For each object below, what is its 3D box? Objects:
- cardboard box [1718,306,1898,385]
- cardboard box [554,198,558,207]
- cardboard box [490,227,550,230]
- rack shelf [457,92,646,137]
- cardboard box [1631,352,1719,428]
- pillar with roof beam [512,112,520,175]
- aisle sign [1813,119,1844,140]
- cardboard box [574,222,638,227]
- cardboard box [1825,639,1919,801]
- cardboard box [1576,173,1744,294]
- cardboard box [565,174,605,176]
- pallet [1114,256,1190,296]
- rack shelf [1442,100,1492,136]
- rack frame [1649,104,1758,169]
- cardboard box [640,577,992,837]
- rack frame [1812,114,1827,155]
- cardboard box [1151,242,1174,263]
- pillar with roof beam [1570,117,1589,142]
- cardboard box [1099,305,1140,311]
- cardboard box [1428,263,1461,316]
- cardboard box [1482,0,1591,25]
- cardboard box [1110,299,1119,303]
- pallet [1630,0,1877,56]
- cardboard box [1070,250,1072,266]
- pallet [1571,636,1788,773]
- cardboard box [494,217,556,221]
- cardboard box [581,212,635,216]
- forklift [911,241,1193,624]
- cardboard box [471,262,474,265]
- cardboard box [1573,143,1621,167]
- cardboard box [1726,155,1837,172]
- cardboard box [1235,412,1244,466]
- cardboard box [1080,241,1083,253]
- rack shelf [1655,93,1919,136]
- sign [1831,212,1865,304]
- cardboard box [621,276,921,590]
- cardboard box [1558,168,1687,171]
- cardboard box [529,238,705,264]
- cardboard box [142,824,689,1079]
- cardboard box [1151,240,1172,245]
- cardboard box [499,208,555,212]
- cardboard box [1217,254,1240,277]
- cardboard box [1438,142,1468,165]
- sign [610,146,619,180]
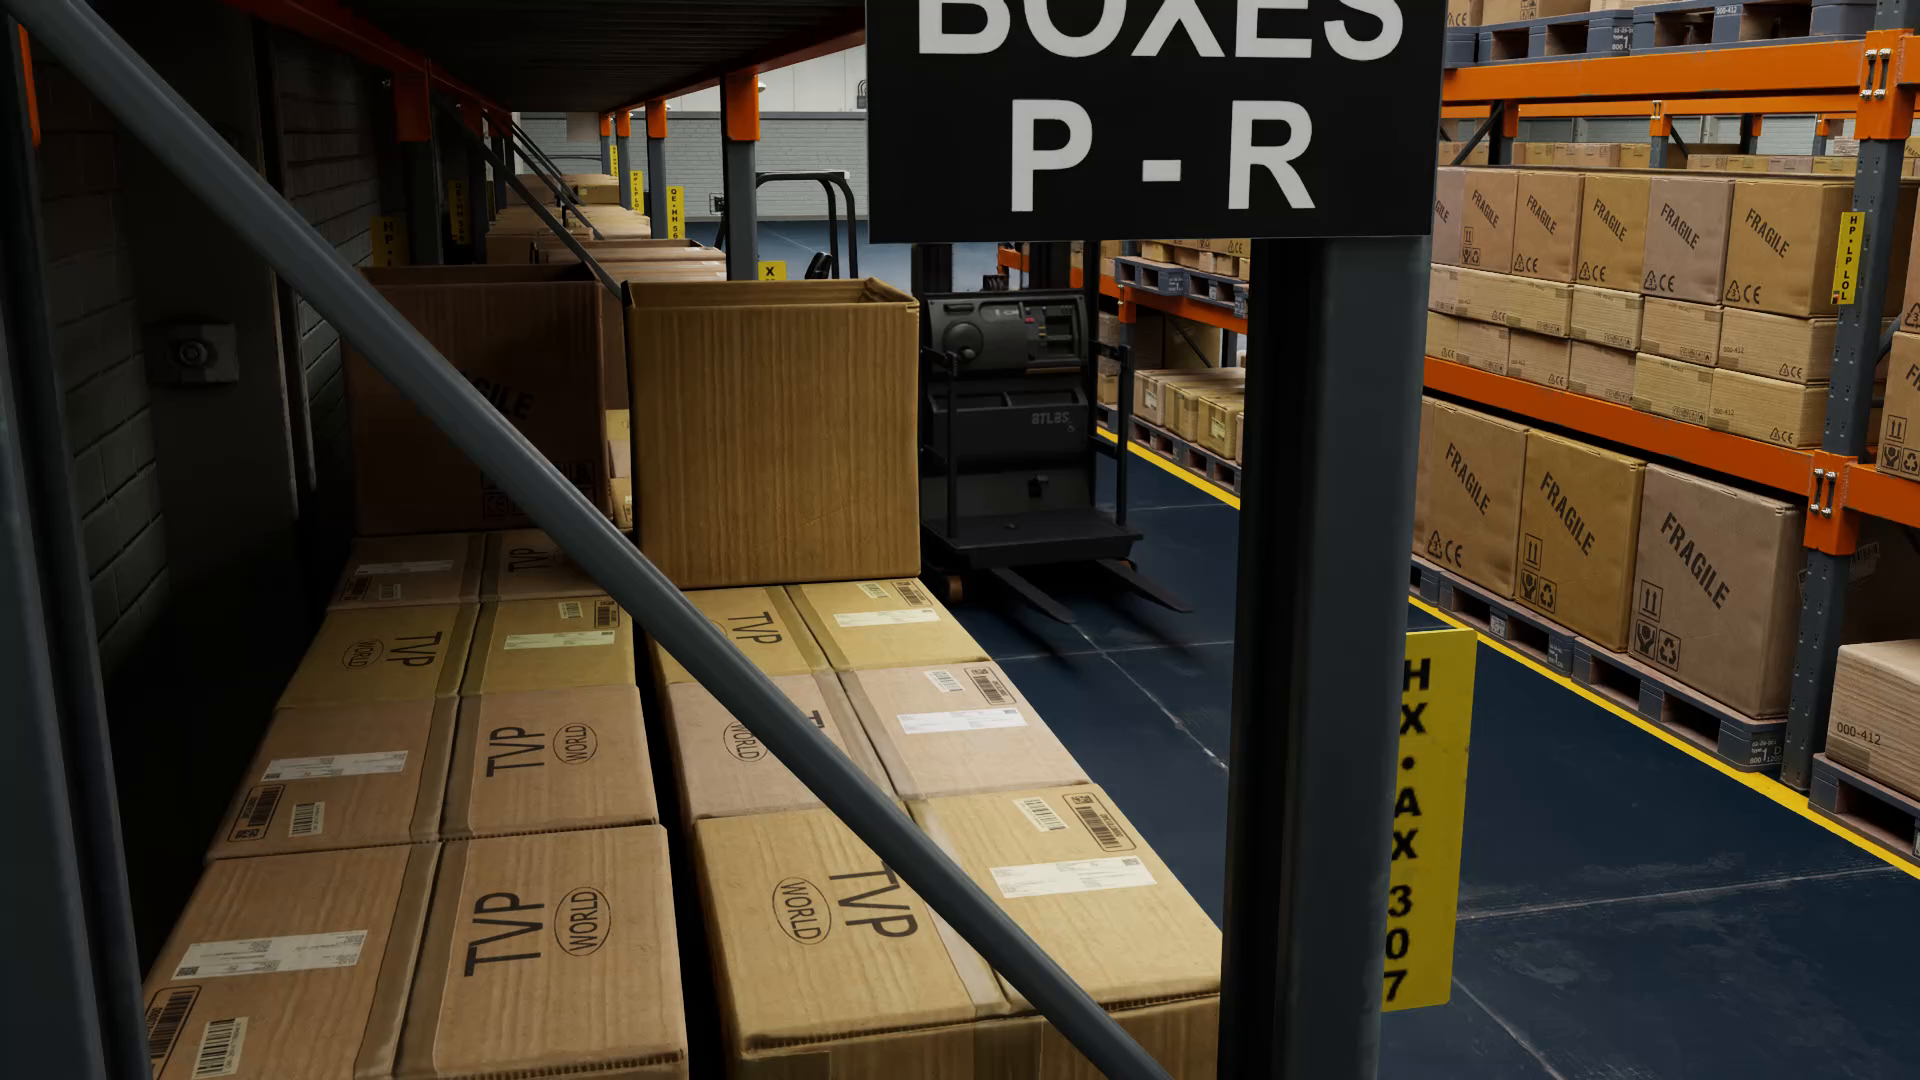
[{"bbox_3d":[3.376,-0.777,6.550,0.500,0.250,0.500,-3,14,-13],"label":"cardboard box"},{"bbox_3d":[-3.525,-2.748,13.777,0.380,0.149,0.250,-3,14,-11],"label":"cardboard box"},{"bbox_3d":[-2.492,-1.709,9.524,0.380,0.149,0.250,-3,14,-13],"label":"cardboard box"},{"bbox_3d":[-2.517,-2.733,10.490,1.077,0.370,4.000,-3,14,-13],"label":"rack shelf"},{"bbox_3d":[3.247,-0.653,7.096,0.500,0.250,0.500,-3,14,-14],"label":"cardboard box"},{"bbox_3d":[-6.091,-11.490,38.495,9.100,9.000,0.400,-3,14,-13],"label":"pillar with roof beam"},{"bbox_3d":[10.224,-5.100,19.504,0.394,0.787,0.004,-3,14,-13],"label":"aisle sign"},{"bbox_3d":[-2.147,-1.853,10.114,0.380,0.149,0.250,-3,14,-13],"label":"cardboard box"},{"bbox_3d":[3.759,0.673,5.868,0.875,0.438,0.875,-3,14,-14],"label":"cardboard box"},{"bbox_3d":[3.138,-1.379,7.435,0.500,0.500,0.500,-3,14,-11],"label":"cardboard box"},{"bbox_3d":[-3.549,-3.392,15.786,0.380,0.149,0.250,-3,14,-13],"label":"cardboard box"},{"bbox_3d":[1.875,-2.087,13.053,1.003,0.211,1.213,-3,14,-13],"label":"pallet"},{"bbox_3d":[2.307,-3.011,11.626,1.077,0.370,4.000,-3,14,-13],"label":"rack shelf"},{"bbox_3d":[6.625,-2.664,15.009,1.000,3.000,0.127,-3,14,-13],"label":"rack frame"},{"bbox_3d":[-0.254,0.257,2.744,0.500,0.250,0.500,-4,14,-14],"label":"cardboard box"},{"bbox_3d":[10.531,-3.840,19.823,1.000,3.000,0.127,-3,14,-13],"label":"rack frame"},{"bbox_3d":[1.710,-2.243,12.933,0.380,0.149,0.250,-3,14,-12],"label":"cardboard box"},{"bbox_3d":[14.750,-14.150,49.383,9.100,9.000,0.548,-3,14,-13],"label":"pillar with roof beam"},{"bbox_3d":[1.316,-1.836,14.950,0.500,0.500,0.500,-3,14,-12],"label":"cardboard box"},{"bbox_3d":[2.776,-1.362,8.943,0.500,0.250,0.500,-3,14,-12],"label":"cardboard box"},{"bbox_3d":[3.194,-2.934,8.698,0.700,0.500,0.500,-4,14,-16],"label":"cardboard box"},{"bbox_3d":[1.704,-1.991,15.584,0.500,0.500,0.500,-3,14,-10],"label":"cardboard box"},{"bbox_3d":[3.453,-2.092,6.752,0.805,0.209,1.217,-4,14,-15],"label":"pallet"},{"bbox_3d":[1.193,-2.594,15.255,0.380,0.149,0.250,-4,14,-14],"label":"cardboard box"},{"bbox_3d":[3.462,0.662,7.273,1.003,0.211,1.213,-3,14,-13],"label":"pallet"},{"bbox_3d":[-2.800,-2.003,10.729,0.380,0.149,0.250,-3,14,-13],"label":"cardboard box"},{"bbox_3d":[-2.415,-2.149,11.326,0.380,0.149,0.250,-4,14,-15],"label":"cardboard box"},{"bbox_3d":[0.341,-1.180,9.083,1.130,2.935,3.031,-5,14,-18],"label":"forklift"},{"bbox_3d":[-2.423,-1.422,9.191,0.500,0.250,0.500,-3,14,-12],"label":"cardboard box"},{"bbox_3d":[6.330,-3.469,15.713,0.875,0.550,0.550,-3,14,-13],"label":"cardboard box"},{"bbox_3d":[6.870,-2.965,13.926,0.700,0.500,0.500,-4,14,-14],"label":"cardboard box"},{"bbox_3d":[2.473,-0.670,11.500,0.950,0.372,0.625,-4,14,-14],"label":"cardboard box"},{"bbox_3d":[1.364,-2.765,14.585,0.500,0.500,0.500,-3,14,-11],"label":"cardboard box"},{"bbox_3d":[7.095,-3.310,12.850,1.077,0.370,4.000,-3,14,-13],"label":"rack shelf"},{"bbox_3d":[3.191,-1.010,5.970,0.100,0.325,0.005,-3,14,-13],"label":"sign"},{"bbox_3d":[-0.366,-0.220,3.117,0.500,0.500,0.500,-3,14,-12],"label":"cardboard box"},{"bbox_3d":[3.391,-1.638,8.496,0.500,0.500,0.500,-3,14,-13],"label":"cardboard box"},{"bbox_3d":[-1.484,-1.052,7.310,0.797,0.503,0.637,-4,14,-14],"label":"cardboard box"},{"bbox_3d":[-0.534,0.518,1.674,0.500,0.250,0.500,-3,14,-12],"label":"cardboard box"},{"bbox_3d":[1.787,-2.522,12.707,0.500,0.500,0.500,-3,14,-13],"label":"cardboard box"},{"bbox_3d":[-3.101,-2.293,11.914,0.380,0.149,0.250,-4,14,-15],"label":"cardboard box"},{"bbox_3d":[2.030,-1.939,11.689,0.380,0.149,0.250,-4,14,-15],"label":"cardboard box"},{"bbox_3d":[5.735,-4.096,18.281,0.875,0.550,0.550,-3,14,-13],"label":"cardboard box"},{"bbox_3d":[-3.395,-3.714,16.371,0.100,0.325,0.005,-3,14,-13],"label":"sign"}]
